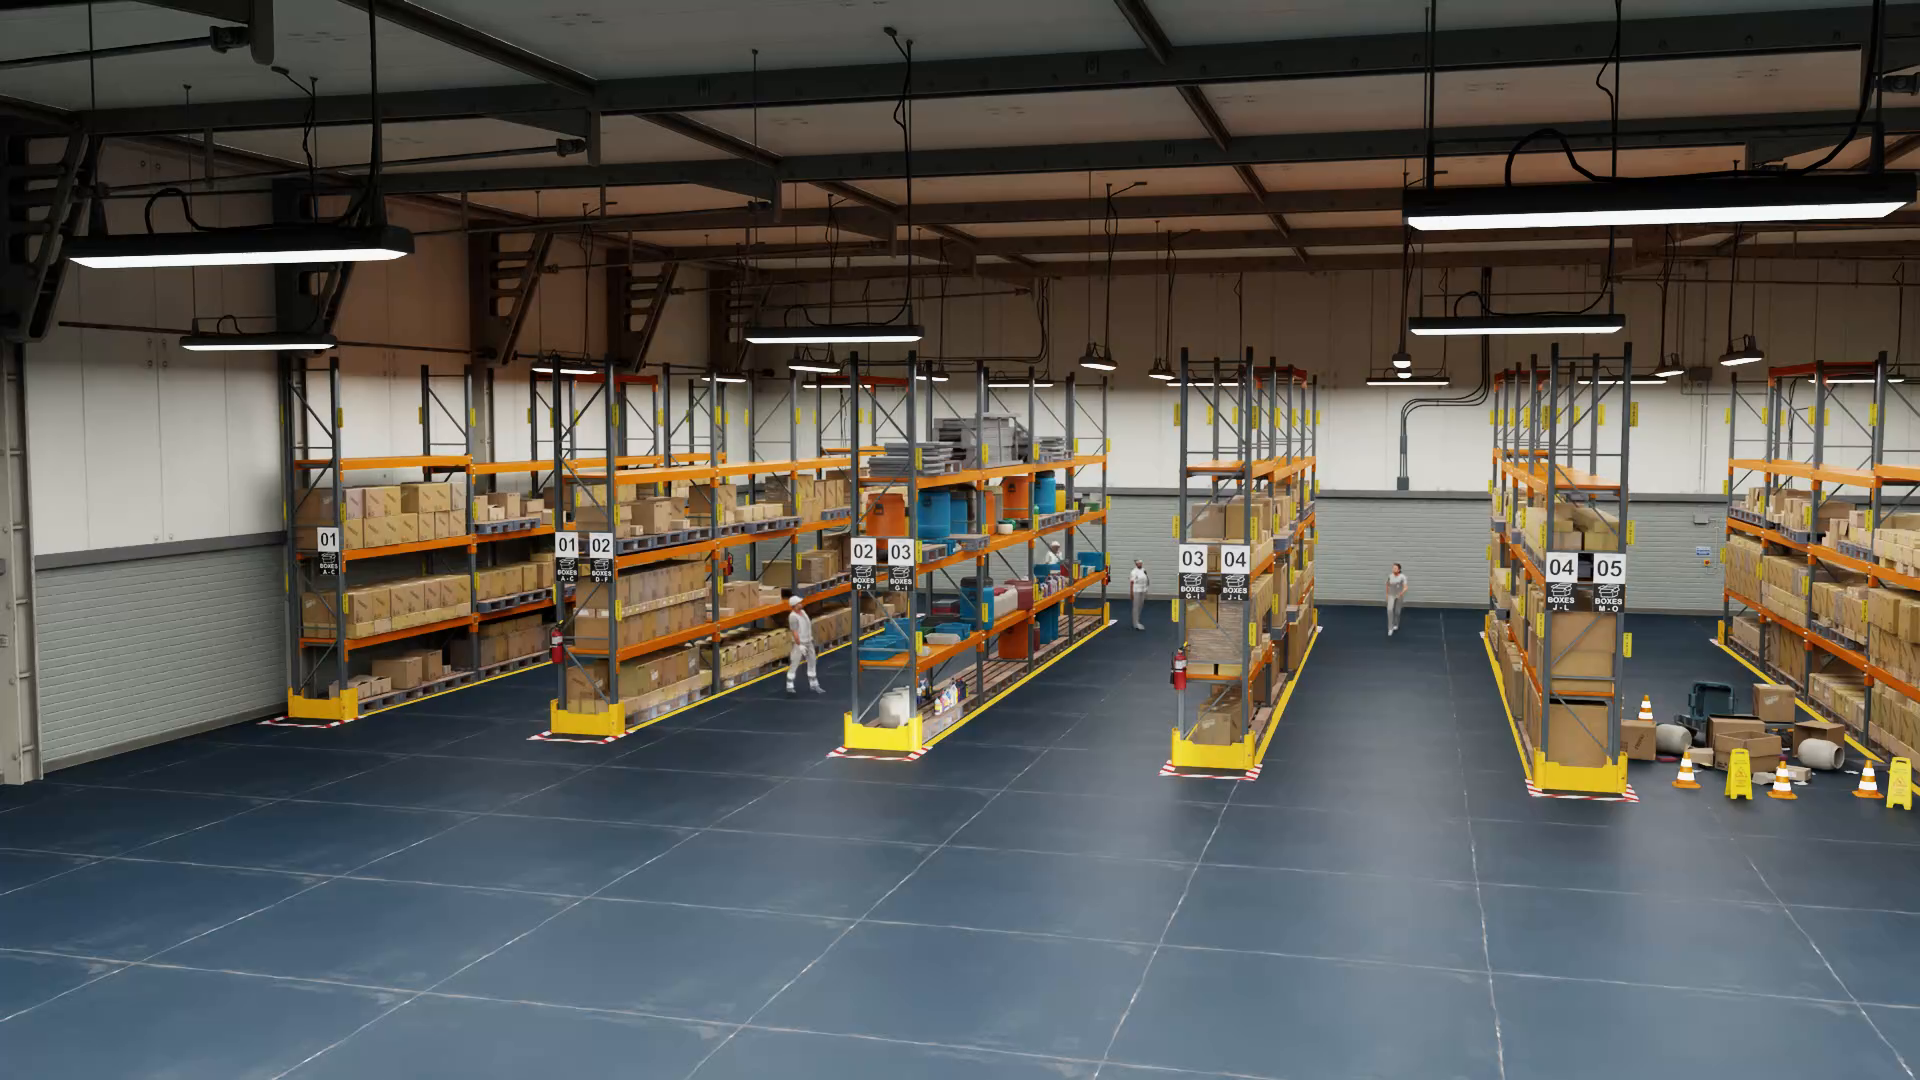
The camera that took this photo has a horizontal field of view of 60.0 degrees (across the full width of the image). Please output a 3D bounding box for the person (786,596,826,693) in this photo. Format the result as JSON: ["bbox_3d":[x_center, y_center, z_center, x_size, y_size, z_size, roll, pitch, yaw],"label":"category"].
[{"bbox_3d":[-2.833,1.902,30.141,0.528,1.807,0.686,3,5,32],"label":"person"}]

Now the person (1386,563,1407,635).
[{"bbox_3d":[10.163,1.356,38.731,0.482,1.650,0.973,1,4,16],"label":"person"}]

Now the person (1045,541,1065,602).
[{"bbox_3d":[2.516,0.898,44.166,0.996,1.751,0.659,3,5,38],"label":"person"}]

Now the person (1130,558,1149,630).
[{"bbox_3d":[4.301,1.261,39.638,0.482,1.697,0.534,-3,5,-35],"label":"person"}]
